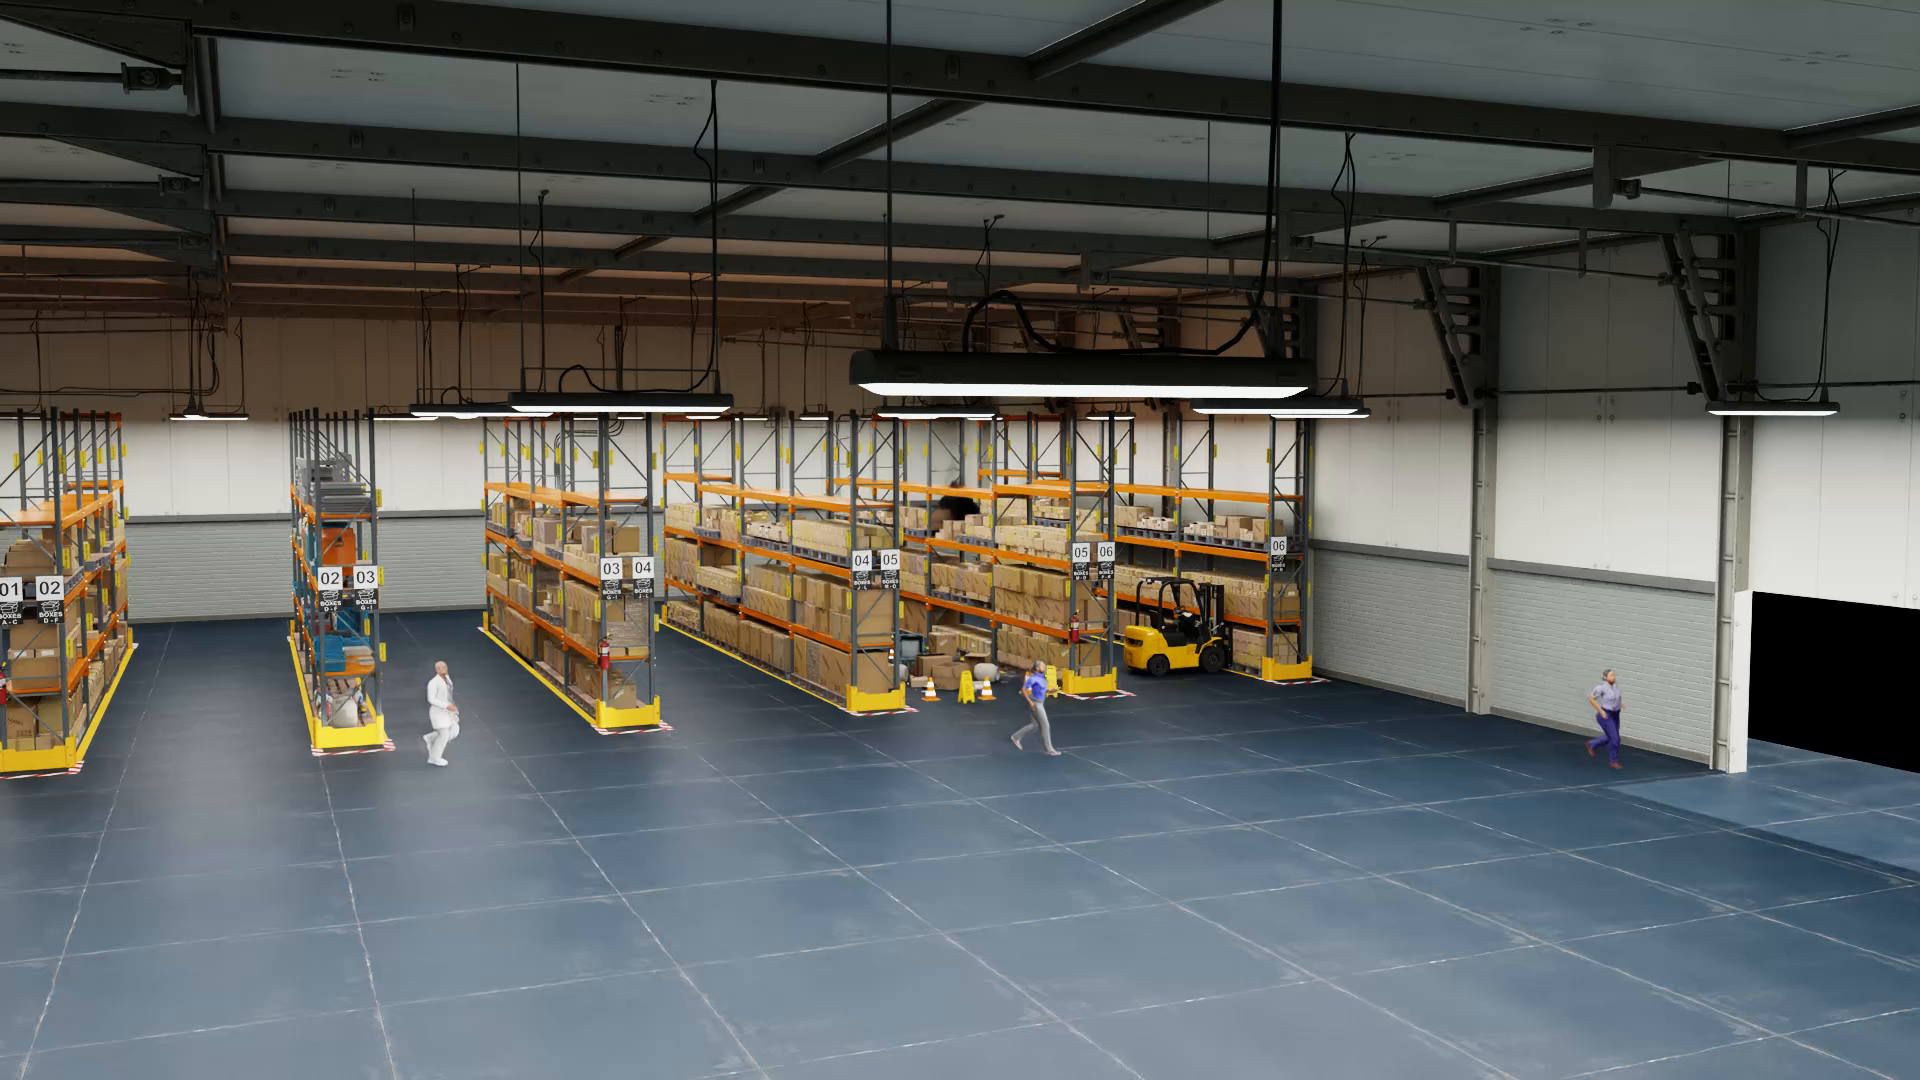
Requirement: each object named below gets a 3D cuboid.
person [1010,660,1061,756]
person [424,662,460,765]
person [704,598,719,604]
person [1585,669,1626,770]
[{"bbox_3d":[1.294,2.873,28.621,0.911,1.640,0.576,1,4,14],"label":"person"},{"bbox_3d":[-8.711,2.903,27.970,0.708,1.743,0.738,1,4,13],"label":"person"},{"bbox_3d":[-7.473,1.376,49.682,0.692,1.764,0.651,-1,4,-17],"label":"person"},{"bbox_3d":[10.819,2.973,27.817,0.601,1.648,0.757,-3,5,-36],"label":"person"}]
